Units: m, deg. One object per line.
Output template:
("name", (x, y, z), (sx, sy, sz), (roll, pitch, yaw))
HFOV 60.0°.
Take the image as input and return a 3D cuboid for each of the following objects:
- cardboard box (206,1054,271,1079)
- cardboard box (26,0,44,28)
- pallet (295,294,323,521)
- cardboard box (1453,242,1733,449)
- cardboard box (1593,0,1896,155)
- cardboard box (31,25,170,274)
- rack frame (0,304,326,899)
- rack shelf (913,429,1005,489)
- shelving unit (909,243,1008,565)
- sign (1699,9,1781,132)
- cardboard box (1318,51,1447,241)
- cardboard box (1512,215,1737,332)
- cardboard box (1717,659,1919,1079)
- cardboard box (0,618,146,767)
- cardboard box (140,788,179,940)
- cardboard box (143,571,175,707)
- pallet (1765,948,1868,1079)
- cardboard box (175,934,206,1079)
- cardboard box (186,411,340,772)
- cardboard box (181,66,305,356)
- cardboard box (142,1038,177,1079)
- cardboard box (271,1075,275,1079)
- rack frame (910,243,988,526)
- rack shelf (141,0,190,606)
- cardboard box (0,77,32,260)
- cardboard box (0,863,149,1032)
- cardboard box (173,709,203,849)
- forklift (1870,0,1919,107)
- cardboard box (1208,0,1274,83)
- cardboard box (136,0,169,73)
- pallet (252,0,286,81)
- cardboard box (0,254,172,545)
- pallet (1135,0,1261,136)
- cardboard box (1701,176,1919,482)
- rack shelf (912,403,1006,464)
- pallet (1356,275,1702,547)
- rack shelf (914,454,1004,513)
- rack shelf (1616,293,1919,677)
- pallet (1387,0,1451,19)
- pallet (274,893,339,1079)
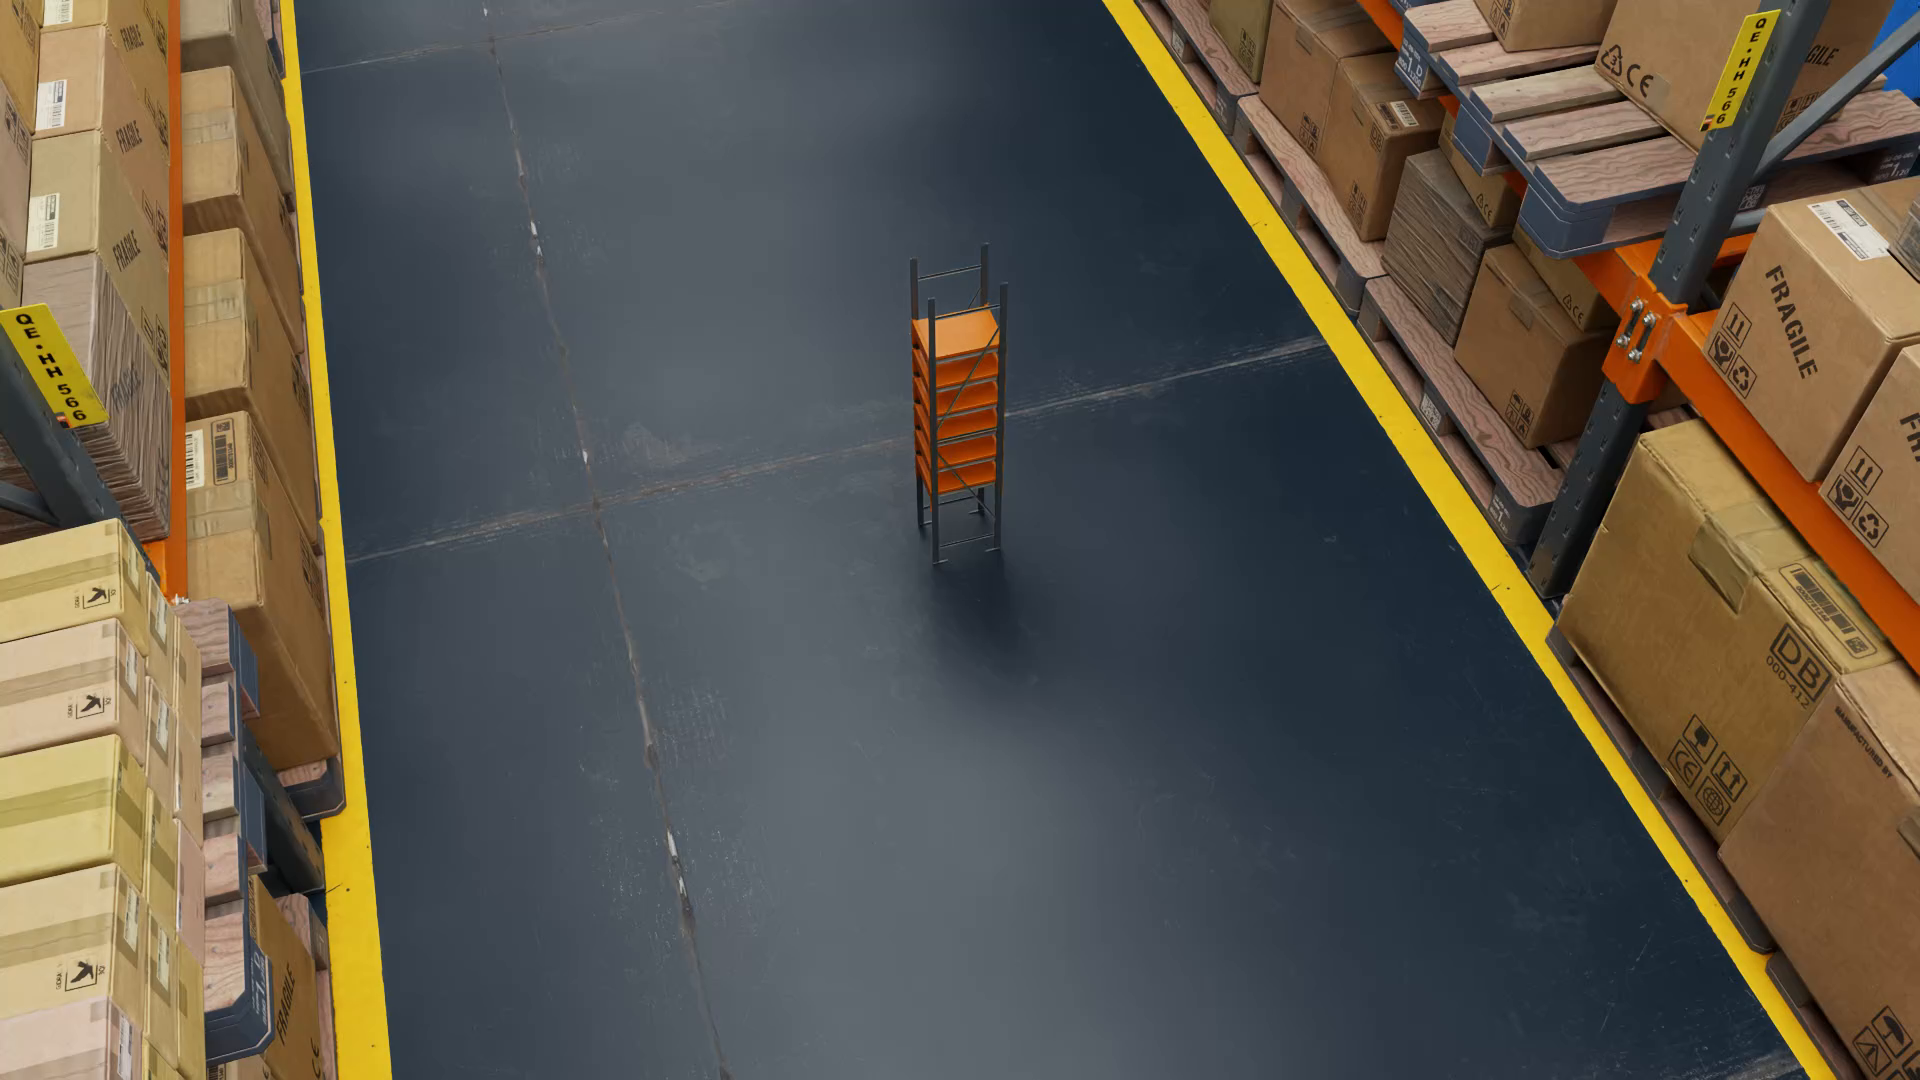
("cardboard box", (-1.744, 1.364, 3.508), (0.500, 0.250, 0.500), (-13, 51, -10))
("cardboard box", (-2.936, -1.672, 4.478), (0.700, 0.500, 0.500), (-14, 51, -11))
("pallet", (-2.875, -0.454, 5.995), (1.003, 0.211, 1.213), (-13, 51, -11))
("cardboard box", (2.194, -0.740, 5.759), (0.700, 0.500, 0.500), (-16, 52, -13))
("cardboard box", (2.213, -1.472, 4.689), (0.500, 0.500, 0.500), (-19, 52, -15))
("cardboard box", (-2.534, -1.031, 4.592), (0.500, 0.500, 0.500), (-13, 51, -11))
("rack frame", (-2.357, 0.129, 3.679), (1.000, 3.000, 0.127), (-13, 51, -11))
("rack shelf", (-0.004, -0.291, 5.426), (0.258, 0.103, 0.180), (-13, 51, -11))
("shelving unit", (-0.004, -0.397, 5.300), (0.258, 1.200, 0.189), (-13, 51, -11))
("sign", (1.895, -1.137, 4.041), (0.100, 0.325, 0.005), (-13, 51, -11))
("cardboard box", (1.843, -1.554, 6.446), (0.700, 0.500, 0.500), (-9, 51, -8))
("cardboard box", (2.184, -0.979, 5.470), (0.500, 0.250, 0.500), (-11, 51, -9))
("cardboard box", (2.852, 0.792, 4.235), (1.225, 0.875, 0.875), (-13, 51, -11))
("cardboard box", (-1.702, 0.321, 3.018), (0.380, 0.149, 0.250), (-14, 51, -11))
("cardboard box", (-1.615, 0.623, 2.958), (0.380, 0.149, 0.250), (-12, 51, -10))
("cardboard box", (-1.776, 0.237, 3.284), (0.380, 0.149, 0.250), (-12, 51, -10))
("pallet", (2.929, 1.462, 4.379), (1.003, 0.211, 1.213), (-13, 51, -11))
("cardboard box", (-1.554, 0.883, 2.933), (0.380, 0.149, 0.250), (-14, 51, -11))
("cardboard box", (-2.451, 0.254, 4.771), (1.050, 0.750, 0.750), (-14, 51, -11))
("cardboard box", (-2.989, -1.064, 5.882), (1.050, 0.750, 0.750), (-13, 51, -11))
("cardboard box", (-1.470, 0.988, 2.650), (0.380, 0.149, 0.250), (-14, 51, -11))
("cardboard box", (-1.763, 1.601, 3.799), (0.500, 0.500, 0.500), (-11, 51, -10))
("rack frame", (-0.031, -0.464, 5.357), (0.240, 1.200, 0.006), (-13, 51, -11))
("rack shelf", (-2.948, -1.100, 5.186), (1.077, 0.370, 4.000), (-13, 51, -11))
("cardboard box", (-2.631, -0.925, 3.848), (0.700, 0.500, 0.500), (-14, 51, -12))
("cardboard box", (-1.542, 0.707, 2.693), (0.380, 0.149, 0.250), (-12, 51, -10))
("cardboard box", (-1.700, 0.513, 3.245), (0.380, 0.149, 0.250), (-13, 51, -11))
("forklift", (4.573, -3.156, 6.494), (3.031, 2.935, 1.130), (-15, 52, -12))
("cardboard box", (1.512, -2.370, 7.133), (0.700, 0.500, 0.500), (-14, 51, -11))
("cardboard box", (-2.831, -1.766, 5.211), (0.500, 0.500, 0.500), (-13, 51, -11))
("pallet", (-3.690, -2.467, 7.691), (1.003, 0.211, 1.213), (-13, 51, -11))
("cardboard box", (-2.232, -0.292, 3.969), (0.500, 0.500, 0.500), (-13, 51, -11))
("pallet", (1.460, -2.373, 7.612), (1.003, 0.211, 1.213), (-13, 51, -11))
("cardboard box", (2.295, -0.534, 4.173), (0.500, 0.500, 0.500), (-12, 51, -10))
("rack shelf", (-0.004, -0.369, 5.334), (0.258, 0.103, 0.180), (-13, 51, -11))
("pallet", (2.181, -0.591, 6.110), (1.003, 0.211, 1.213), (-13, 51, -11))
("rack shelf", (-0.004, -0.214, 5.518), (0.258, 0.103, 0.180), (-13, 51, -11))
("rack shelf", (3.003, 0.774, 3.606), (1.077, 0.370, 4.000), (-13, 51, -11))
("pallet", (1.787, -2.293, 5.847), (1.003, 0.211, 1.213), (-13, 51, -11))
("pallet", (-2.127, 1.599, 4.264), (1.003, 0.211, 1.213), (-13, 51, -11))
